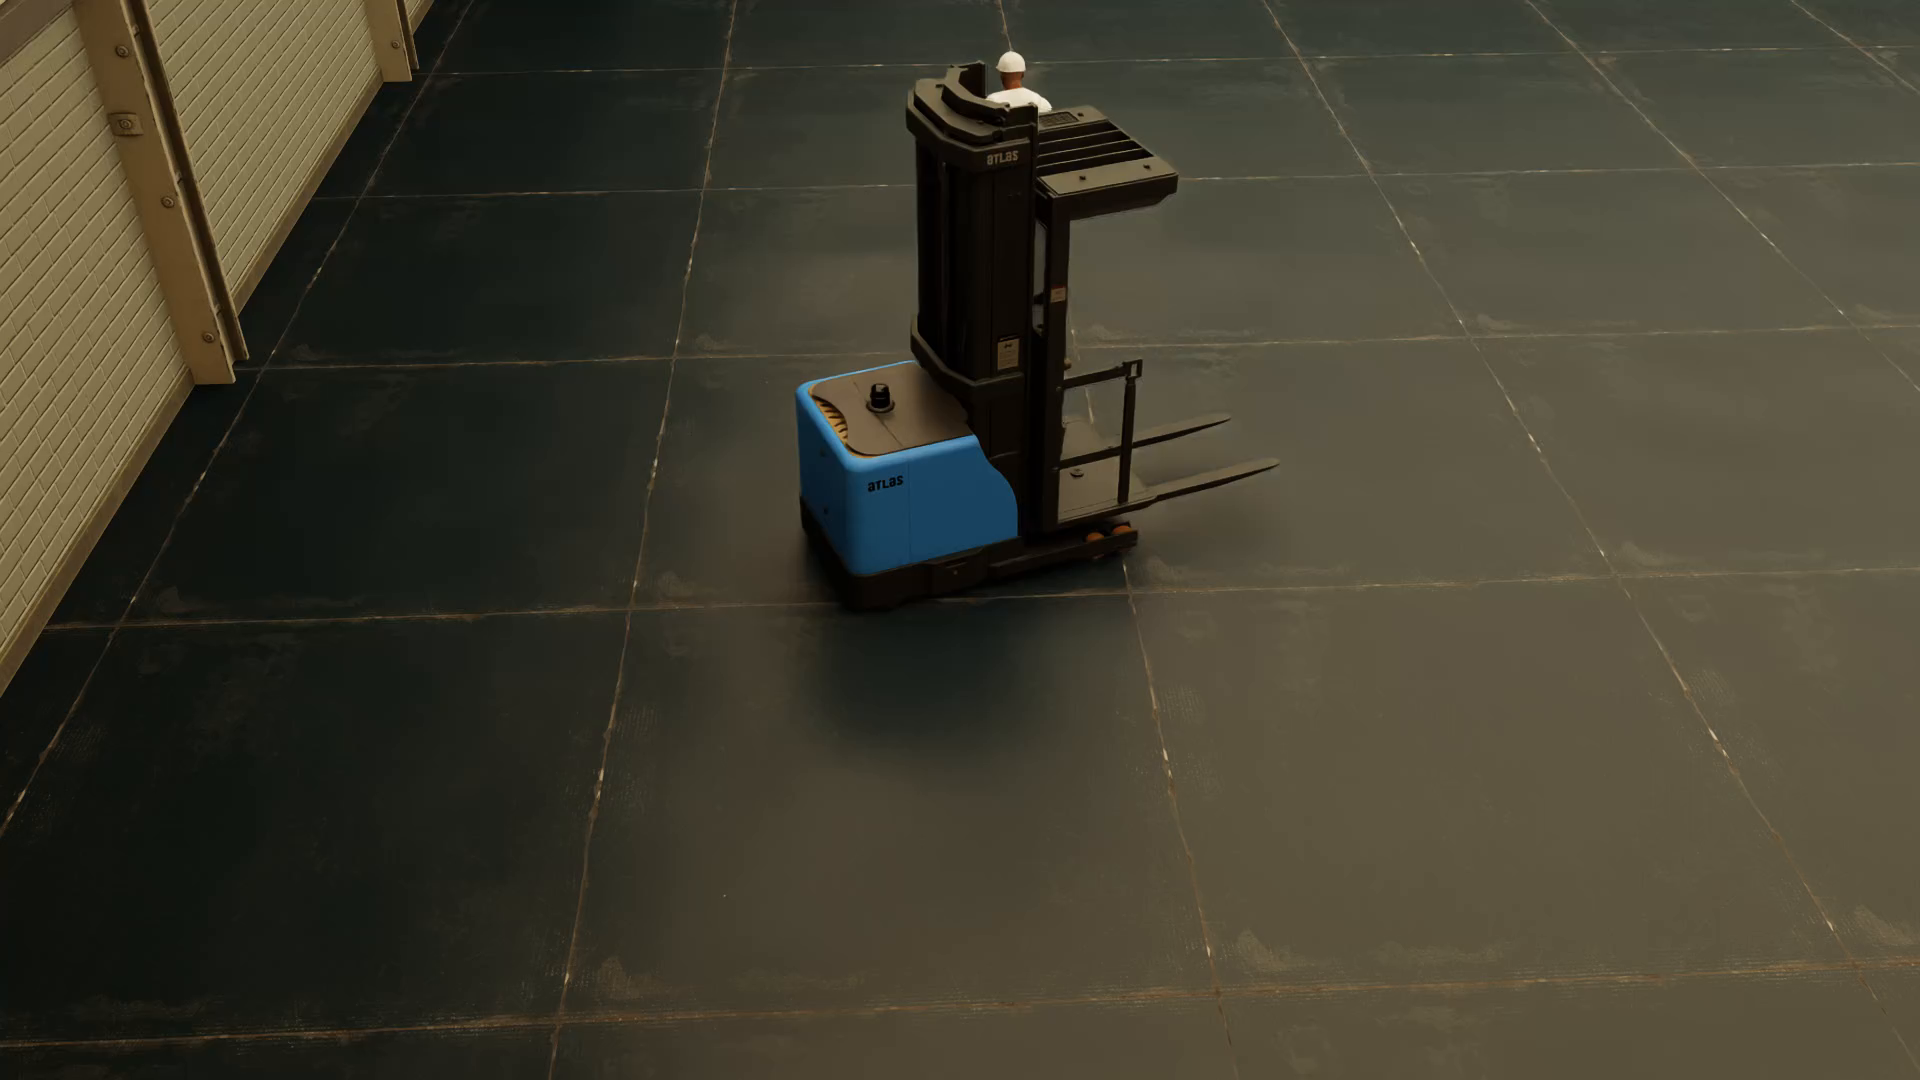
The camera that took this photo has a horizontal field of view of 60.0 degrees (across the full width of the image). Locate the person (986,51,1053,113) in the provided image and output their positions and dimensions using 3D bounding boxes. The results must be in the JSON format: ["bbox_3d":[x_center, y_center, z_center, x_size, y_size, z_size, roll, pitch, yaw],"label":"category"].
[{"bbox_3d":[0.399,-2.981,13.109,0.867,1.747,0.638,-10,37,-13],"label":"person"}]

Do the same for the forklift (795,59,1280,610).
[{"bbox_3d":[0.560,-1.335,9.843,3.031,2.935,1.130,-14,38,-19],"label":"forklift"}]
